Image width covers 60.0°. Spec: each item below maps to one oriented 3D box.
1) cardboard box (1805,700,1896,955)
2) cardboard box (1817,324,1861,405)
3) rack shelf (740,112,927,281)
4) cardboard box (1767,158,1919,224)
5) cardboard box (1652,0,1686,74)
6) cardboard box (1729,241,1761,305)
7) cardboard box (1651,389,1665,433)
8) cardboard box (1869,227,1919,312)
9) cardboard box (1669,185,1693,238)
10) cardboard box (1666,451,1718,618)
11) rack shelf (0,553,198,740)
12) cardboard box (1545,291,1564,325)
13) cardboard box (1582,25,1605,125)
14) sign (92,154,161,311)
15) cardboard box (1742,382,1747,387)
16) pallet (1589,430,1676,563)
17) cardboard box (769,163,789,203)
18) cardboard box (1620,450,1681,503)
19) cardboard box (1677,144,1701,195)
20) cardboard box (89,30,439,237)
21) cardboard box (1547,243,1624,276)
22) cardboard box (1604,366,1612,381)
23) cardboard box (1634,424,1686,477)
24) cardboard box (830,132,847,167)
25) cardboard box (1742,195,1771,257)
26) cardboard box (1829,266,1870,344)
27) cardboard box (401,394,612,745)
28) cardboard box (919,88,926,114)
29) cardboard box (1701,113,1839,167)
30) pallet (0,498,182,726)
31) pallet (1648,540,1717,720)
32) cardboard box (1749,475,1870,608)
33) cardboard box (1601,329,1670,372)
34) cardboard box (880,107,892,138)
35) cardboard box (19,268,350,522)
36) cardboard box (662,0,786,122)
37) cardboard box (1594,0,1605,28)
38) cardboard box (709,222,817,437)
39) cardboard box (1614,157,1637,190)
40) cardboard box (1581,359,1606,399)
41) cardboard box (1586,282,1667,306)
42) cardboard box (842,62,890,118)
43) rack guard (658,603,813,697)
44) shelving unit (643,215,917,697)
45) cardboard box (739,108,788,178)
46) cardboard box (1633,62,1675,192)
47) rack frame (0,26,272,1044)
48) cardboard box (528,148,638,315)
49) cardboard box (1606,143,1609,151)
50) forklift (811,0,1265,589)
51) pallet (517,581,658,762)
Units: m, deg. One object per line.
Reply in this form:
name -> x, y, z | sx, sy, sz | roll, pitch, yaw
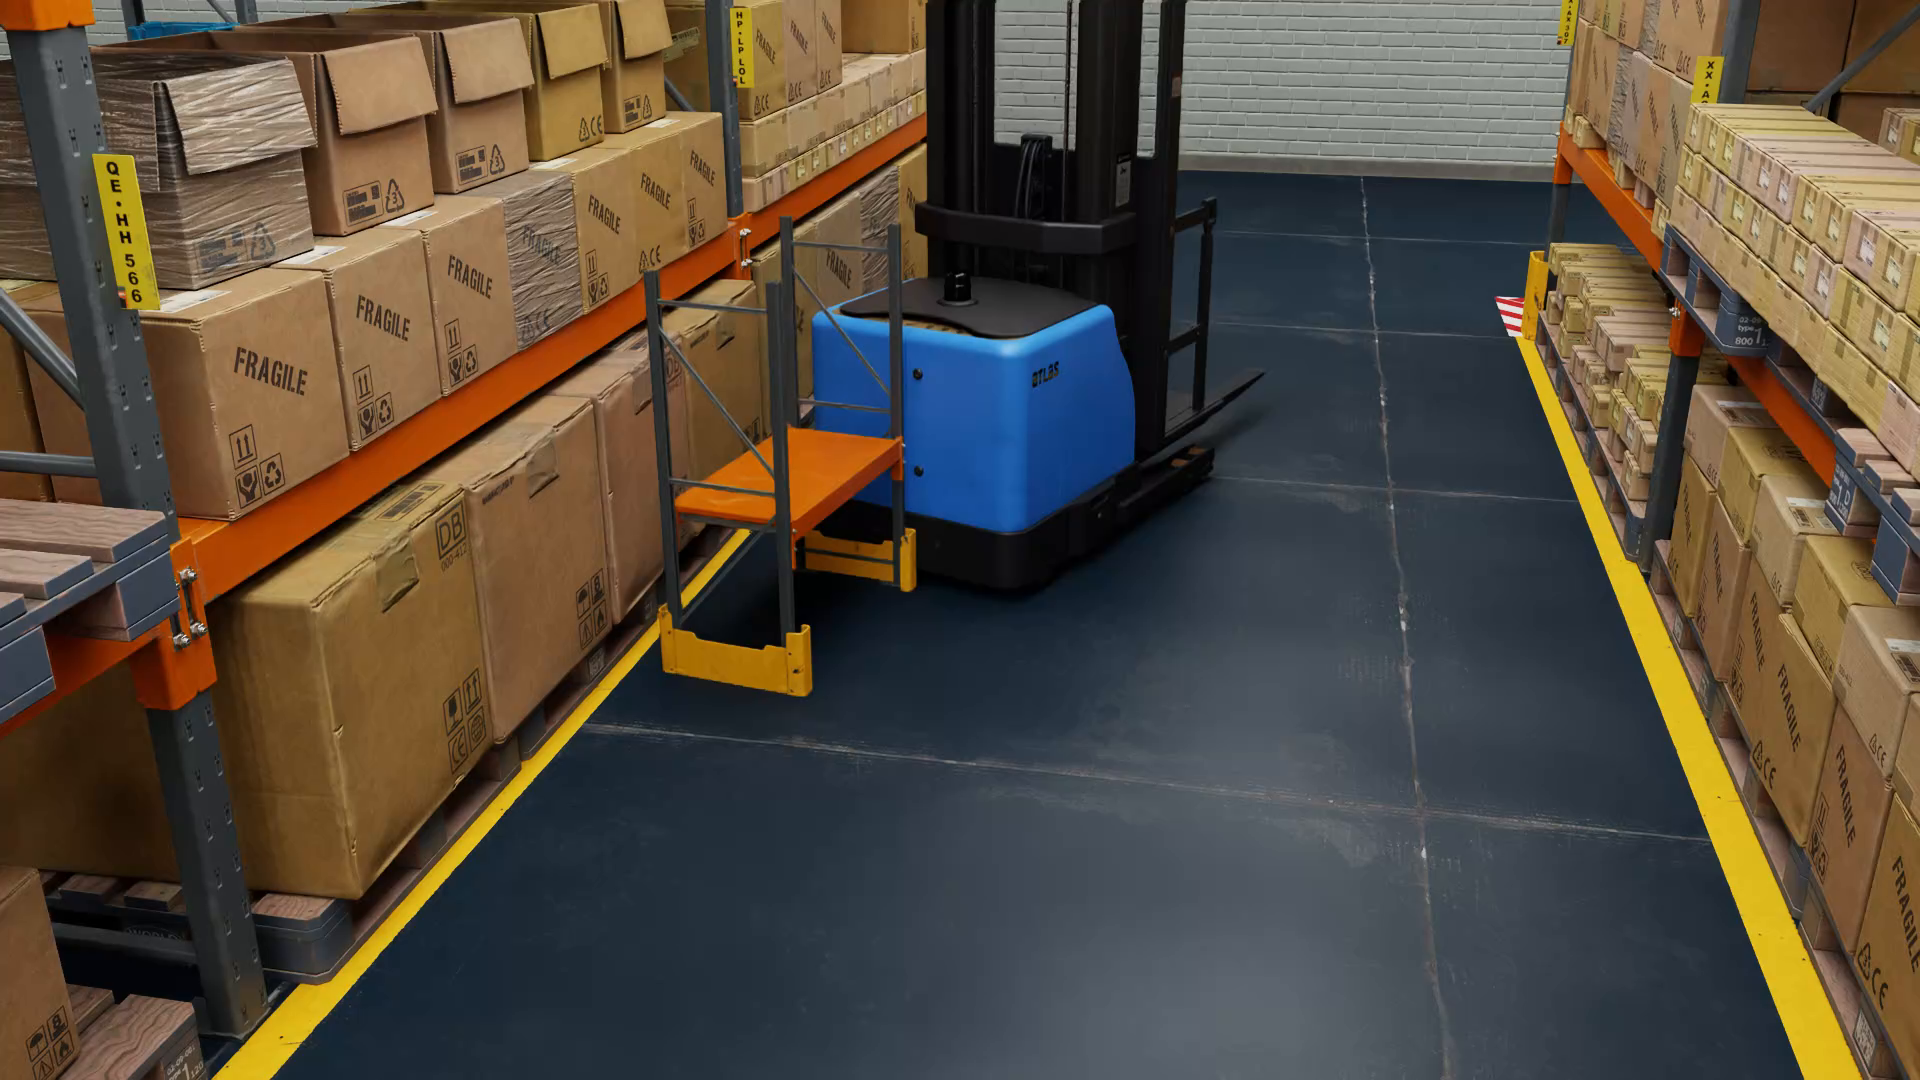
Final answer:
cardboard box -> 2.537, 0.748, 4.265 | 0.500, 0.500, 0.500 | 5, 23, 13
cardboard box -> 2.412, -0.434, 4.191 | 0.380, 0.149, 0.250 | 3, 22, 9
rack shelf -> -1.061, -2.042, 9.372 | 1.077, 0.370, 4.000 | 4, 22, 11
cardboard box -> 2.572, -1.002, 4.803 | 0.380, 0.149, 0.250 | 5, 23, 13
cardboard box -> 3.297, -2.259, 7.078 | 0.500, 0.500, 0.500 | 4, 22, 9
cardboard box -> 2.625, -0.821, 5.150 | 0.380, 0.149, 0.250 | 3, 22, 9
cardboard box -> 3.183, -0.528, 7.106 | 0.380, 0.149, 0.250 | 5, 22, 12
cardboard box -> 2.358, -0.620, 3.856 | 0.380, 0.149, 0.250 | 5, 22, 13
cardboard box -> 2.835, -1.199, 6.088 | 0.380, 0.149, 0.250 | 3, 22, 8
cardboard box -> 2.955, -0.015, 6.158 | 0.500, 0.500, 0.500 | 5, 23, 13
rack shelf -> -2.694, 0.884, 2.107 | 1.077, 0.370, 4.000 | 4, 22, 11
cardboard box -> 3.761, -1.397, 10.062 | 0.380, 0.149, 0.250 | 5, 22, 12
cardboard box -> 3.735, -2.536, 9.102 | 0.500, 0.500, 0.500 | 5, 22, 11
sign -> -1.753, -0.644, 3.493 | 0.100, 0.325, 0.005 | 4, 22, 11
cardboard box -> 3.756, -0.680, 7.485 | 0.380, 0.149, 0.250 | 4, 22, 10
pallet -> 3.468, -0.184, 7.528 | 1.003, 0.211, 1.213 | 4, 22, 11
cardboard box -> -1.030, -1.707, 7.912 | 0.380, 0.149, 0.250 | 4, 22, 9
cardboard box -> 3.112, -0.271, 7.265 | 0.380, 0.149, 0.250 | 5, 22, 12
cardboard box -> 2.835, -1.336, 6.033 | 0.380, 0.149, 0.250 | 5, 22, 12
cardboard box -> -1.985, -1.197, 4.835 | 0.797, 0.503, 0.637 | 5, 22, 12
cardboard box -> 3.742, -1.675, 9.954 | 0.380, 0.149, 0.250 | 3, 22, 8
cardboard box -> 3.453, -0.854, 8.314 | 0.380, 0.149, 0.250 | 3, 22, 8
cardboard box -> 3.118, -0.379, 7.135 | 0.380, 0.149, 0.250 | 5, 22, 12
cardboard box -> -0.820, -2.085, 8.851 | 0.380, 0.149, 0.250 | 5, 22, 12
cardboard box -> 2.626, -0.953, 5.081 | 0.380, 0.149, 0.250 | 5, 23, 13
cardboard box -> 2.413, -0.574, 4.141 | 0.380, 0.149, 0.250 | 4, 22, 11
cardboard box -> -1.935, 0.033, 5.538 | 1.225, 0.875, 0.875 | 5, 22, 11
cardboard box -> -0.404, -2.835, 10.715 | 0.380, 0.149, 0.250 | 5, 22, 12
cardboard box -> 2.784, -1.372, 5.723 | 0.380, 0.149, 0.250 | 5, 22, 12
pallet -> -2.327, 0.176, 3.157 | 1.213, 0.211, 1.003 | 4, 22, 11
pallet -> 3.208, 0.349, 6.204 | 1.003, 0.211, 1.213 | 4, 22, 11
cardboard box -> 2.741, 0.019, 5.072 | 0.500, 0.250, 0.500 | 5, 23, 13
cardboard box -> 3.334, -0.911, 8.057 | 0.380, 0.149, 0.250 | 3, 22, 8
cardboard box -> -0.611, -2.462, 9.787 | 0.380, 0.149, 0.250 | 4, 22, 10
cardboard box -> -1.920, -0.385, 4.160 | 0.500, 0.500, 0.500 | 5, 22, 12
cardboard box -> -1.122, -2.216, 7.640 | 0.500, 0.500, 0.500 | 4, 22, 11
cardboard box -> 3.733, -3.011, 8.945 | 0.500, 0.500, 0.500 | 5, 22, 12
cardboard box -> -1.257, -1.089, 8.324 | 0.875, 0.875, 0.875 | 4, 22, 11
cardboard box -> 3.443, -1.812, 8.175 | 0.380, 0.149, 0.250 | 5, 22, 12
cardboard box -> 3.459, -0.831, 8.655 | 0.380, 0.149, 0.250 | 4, 22, 11
cardboard box -> 3.591, -1.285, 8.986 | 0.380, 0.149, 0.250 | 5, 23, 13
cardboard box -> -0.700, -2.607, 9.613 | 0.500, 0.250, 0.500 | 4, 22, 9
rack guard -> -0.816, 0.396, 6.036 | 0.587, 0.250, 0.087 | 8, 23, 19
shelving unit -> -0.640, -0.358, 6.235 | 0.587, 1.500, 1.083 | 8, 23, 19
cardboard box -> -1.117, -1.865, 7.771 | 0.500, 0.250, 0.500 | 4, 22, 10
cardboard box -> 3.295, -1.802, 7.280 | 0.500, 0.500, 0.500 | 4, 22, 9
rack frame -> -2.286, -0.181, 3.789 | 1.000, 3.000, 0.127 | 4, 22, 11
cardboard box -> -1.505, -1.127, 6.002 | 0.500, 0.500, 0.500 | 4, 22, 10
cardboard box -> 3.757, -2.186, 9.103 | 0.380, 0.149, 0.250 | 6, 23, 13
forklift -> 0.578, -1.664, 7.561 | 1.130, 2.935, 3.031 | 13, 25, 29
pallet -> -1.800, 0.385, 6.116 | 1.003, 0.211, 1.213 | 4, 22, 11
